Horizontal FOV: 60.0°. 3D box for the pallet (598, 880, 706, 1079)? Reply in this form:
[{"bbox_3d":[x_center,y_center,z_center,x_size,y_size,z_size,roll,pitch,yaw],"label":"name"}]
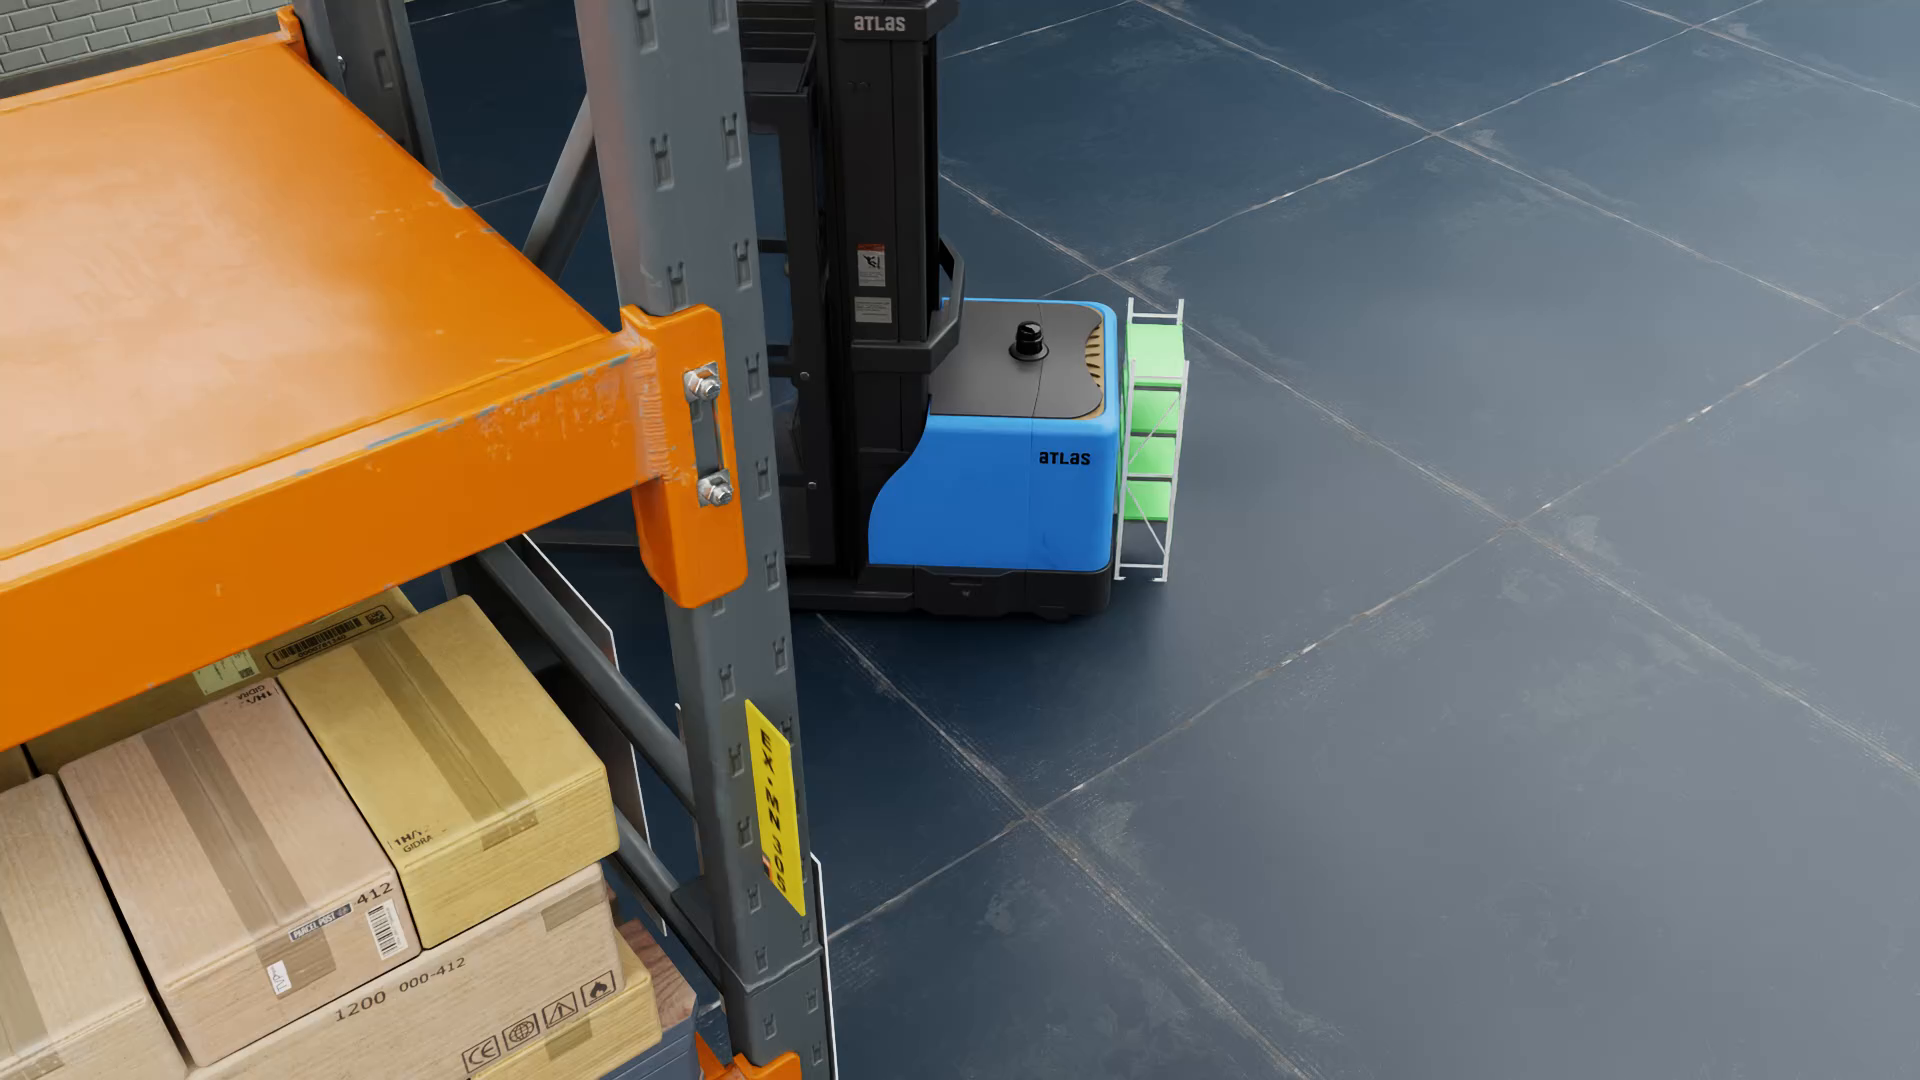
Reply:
[{"bbox_3d":[-1.135,0.702,2.368,1.213,0.211,1.003,-26,46,-28],"label":"pallet"}]

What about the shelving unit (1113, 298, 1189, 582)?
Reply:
[{"bbox_3d":[0.844,-0.435,7.468,0.258,1.200,0.503,2,39,3],"label":"shelving unit"}]

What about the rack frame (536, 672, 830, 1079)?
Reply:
[{"bbox_3d":[-0.554,1.535,3.647,0.127,3.000,1.000,-26,46,-28],"label":"rack frame"}]

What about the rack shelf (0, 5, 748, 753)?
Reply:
[{"bbox_3d":[-2.139,0.421,1.157,4.000,0.370,1.077,-26,46,-28],"label":"rack shelf"}]

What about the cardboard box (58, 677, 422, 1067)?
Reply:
[{"bbox_3d":[-0.813,0.360,1.874,0.250,0.149,0.380,-26,46,-28],"label":"cardboard box"}]

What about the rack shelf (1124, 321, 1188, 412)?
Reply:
[{"bbox_3d":[0.844,-0.757,7.204,0.258,0.148,0.480,2,39,3],"label":"rack shelf"}]

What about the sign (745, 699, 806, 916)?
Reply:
[{"bbox_3d":[-0.234,0.342,2.101,0.005,0.325,0.100,-26,46,-28],"label":"sign"}]

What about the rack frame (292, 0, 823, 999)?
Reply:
[{"bbox_3d":[-0.554,-0.784,1.745,0.127,3.000,1.000,-26,46,-28],"label":"rack frame"}]

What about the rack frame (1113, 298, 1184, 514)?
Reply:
[{"bbox_3d":[0.858,-0.590,7.656,0.240,1.200,0.015,2,39,3],"label":"rack frame"}]

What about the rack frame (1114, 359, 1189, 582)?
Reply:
[{"bbox_3d":[0.830,-0.281,7.279,0.240,1.200,0.015,2,39,3],"label":"rack frame"}]

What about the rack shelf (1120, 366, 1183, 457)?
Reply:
[{"bbox_3d":[0.844,-0.571,7.356,0.258,0.148,0.480,2,39,3],"label":"rack shelf"}]

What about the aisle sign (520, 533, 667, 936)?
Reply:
[{"bbox_3d":[-0.680,0.352,3.040,0.004,0.787,0.394,-26,46,-28],"label":"aisle sign"}]

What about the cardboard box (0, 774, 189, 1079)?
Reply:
[{"bbox_3d":[-1.016,0.459,1.754,0.250,0.149,0.380,-25,46,-27],"label":"cardboard box"}]

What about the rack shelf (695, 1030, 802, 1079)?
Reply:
[{"bbox_3d":[-2.139,1.426,1.982,4.000,0.370,1.077,-26,46,-28],"label":"rack shelf"}]

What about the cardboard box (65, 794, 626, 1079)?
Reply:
[{"bbox_3d":[-0.771,0.447,2.082,0.500,0.250,0.500,-25,46,-28],"label":"cardboard box"}]

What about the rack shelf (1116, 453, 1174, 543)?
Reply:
[{"bbox_3d":[0.844,-0.200,7.660,0.258,0.148,0.480,2,39,3],"label":"rack shelf"}]

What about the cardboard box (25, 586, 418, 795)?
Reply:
[{"bbox_3d":[-1.093,0.175,2.414,0.500,0.250,0.500,-26,46,-28],"label":"cardboard box"}]

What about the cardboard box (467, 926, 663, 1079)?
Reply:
[{"bbox_3d":[-0.611,0.570,2.246,0.250,0.149,0.380,-26,46,-28],"label":"cardboard box"}]

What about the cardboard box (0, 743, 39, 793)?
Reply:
[{"bbox_3d":[-1.494,0.372,2.174,0.500,0.250,0.500,-27,46,-29],"label":"cardboard box"}]

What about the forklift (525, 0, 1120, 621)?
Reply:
[{"bbox_3d":[-0.819,-1.130,6.950,3.031,2.935,1.130,2,39,3],"label":"forklift"}]

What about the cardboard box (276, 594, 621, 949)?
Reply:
[{"bbox_3d":[-0.614,0.264,1.991,0.250,0.149,0.380,-26,46,-28],"label":"cardboard box"}]

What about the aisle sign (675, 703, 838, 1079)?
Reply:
[{"bbox_3d":[-0.315,0.653,2.672,0.004,0.787,0.394,-26,46,-28],"label":"aisle sign"}]

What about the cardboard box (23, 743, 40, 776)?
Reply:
[{"bbox_3d":[-1.421,0.438,2.407,0.250,0.149,0.380,-26,46,-28],"label":"cardboard box"}]

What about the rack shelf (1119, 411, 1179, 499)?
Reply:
[{"bbox_3d":[0.844,-0.386,7.508,0.258,0.148,0.480,2,39,3],"label":"rack shelf"}]
